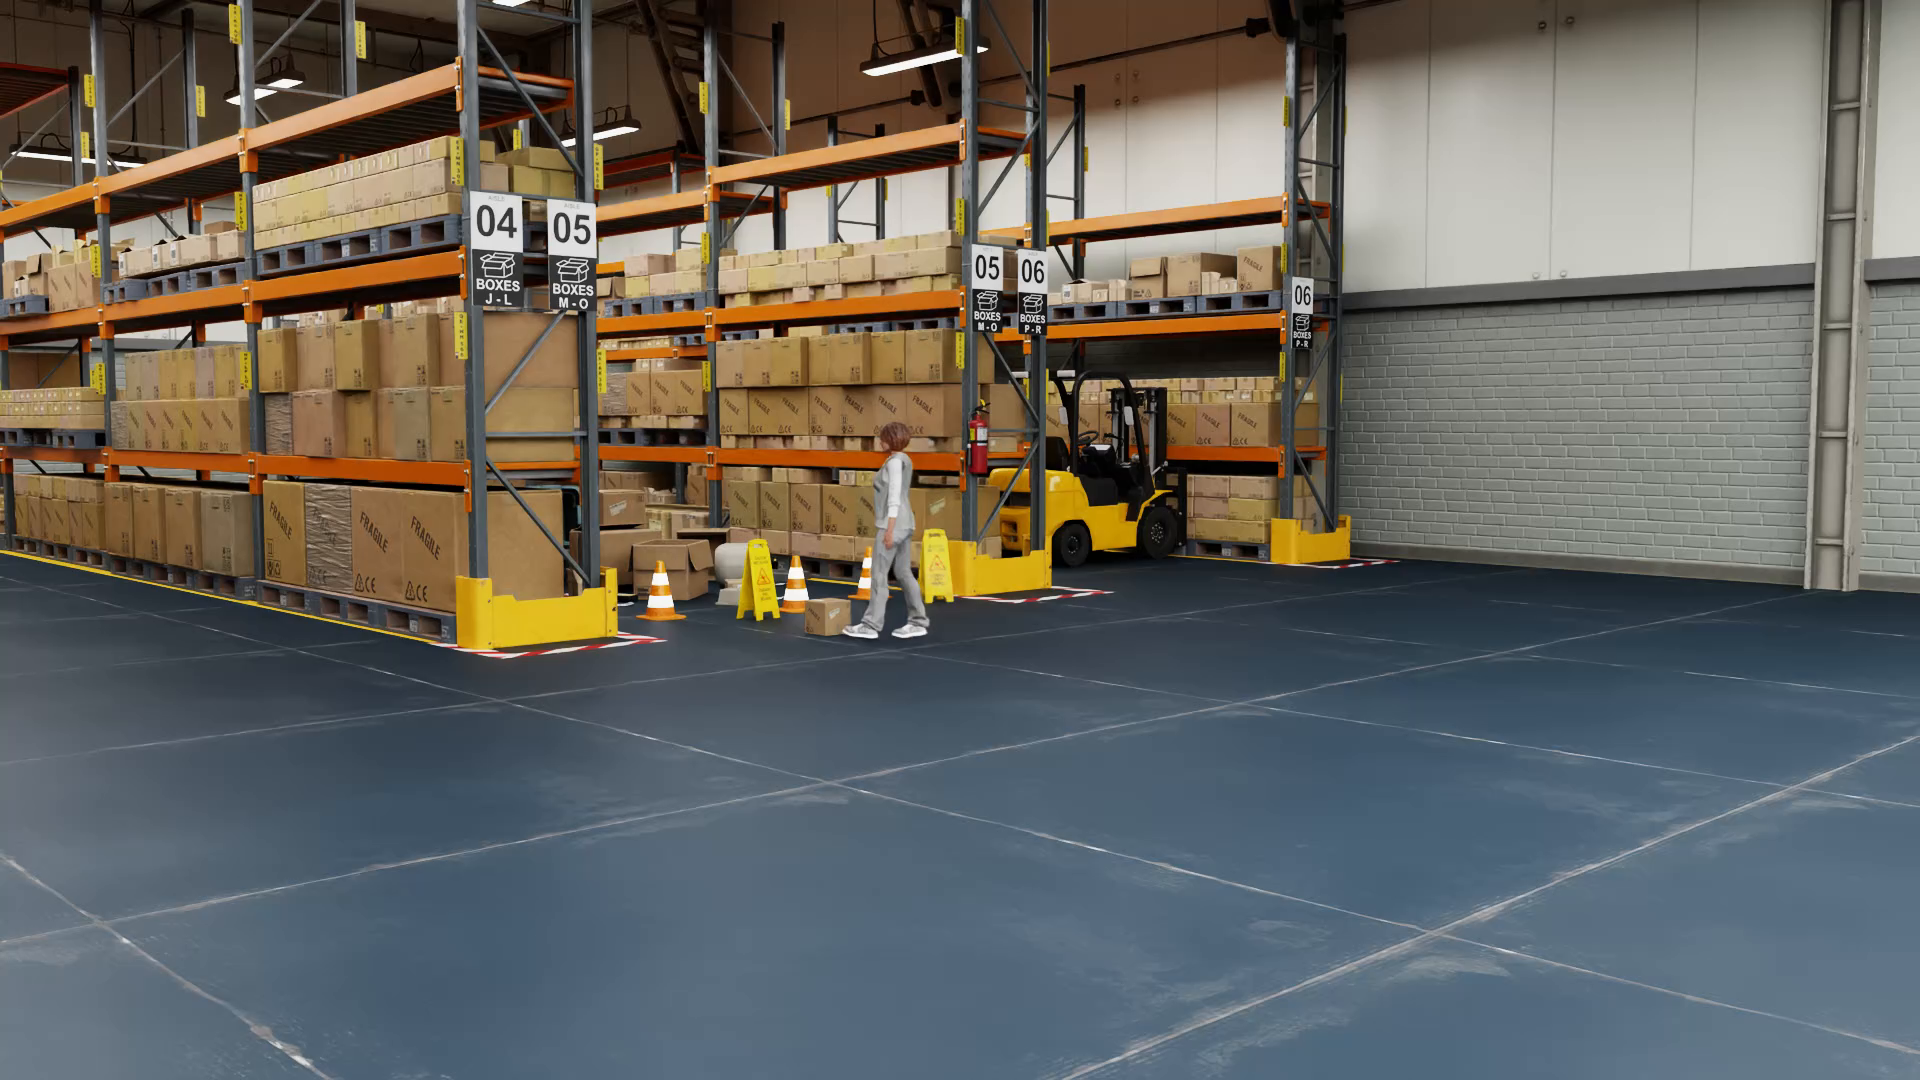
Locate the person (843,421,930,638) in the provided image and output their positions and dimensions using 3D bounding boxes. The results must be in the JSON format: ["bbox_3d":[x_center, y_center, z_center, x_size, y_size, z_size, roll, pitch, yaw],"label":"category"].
[{"bbox_3d":[-0.552,-0.075,12.202,0.602,1.588,0.419,1,4,11],"label":"person"}]
